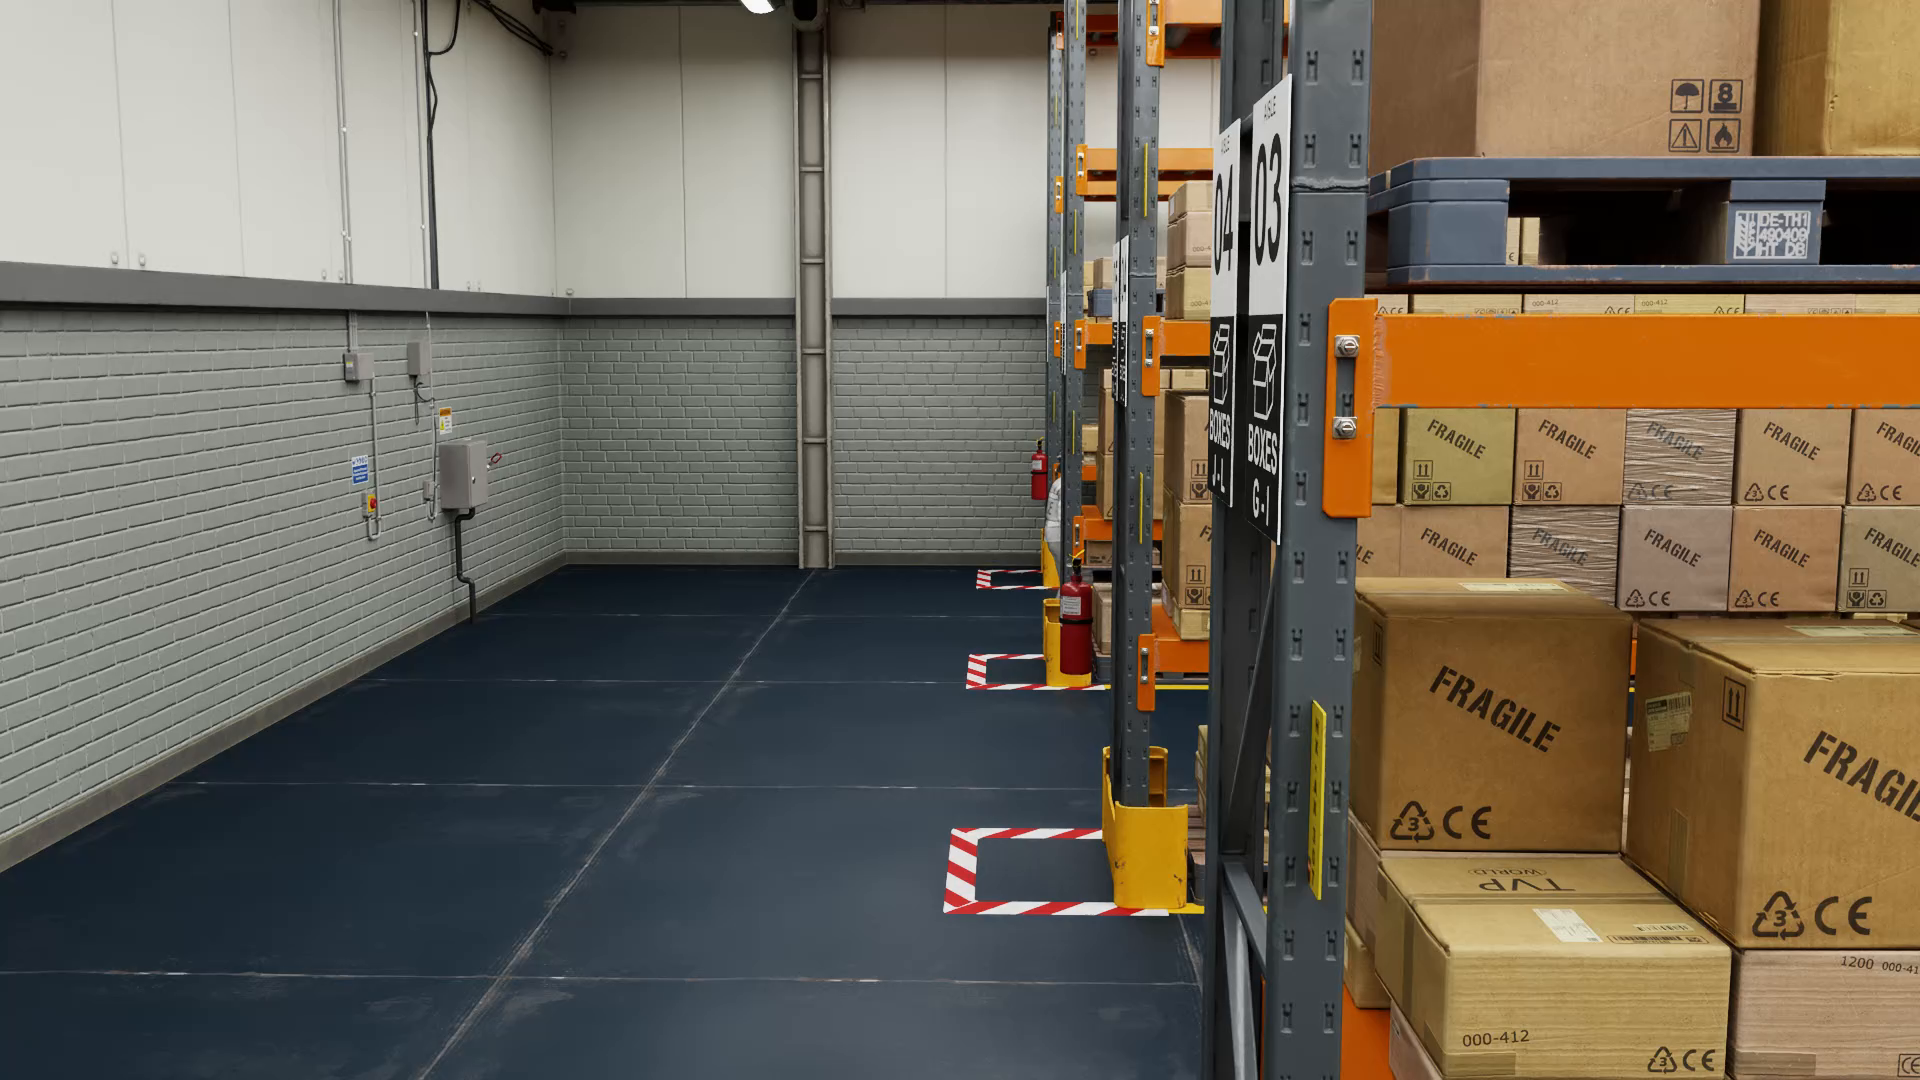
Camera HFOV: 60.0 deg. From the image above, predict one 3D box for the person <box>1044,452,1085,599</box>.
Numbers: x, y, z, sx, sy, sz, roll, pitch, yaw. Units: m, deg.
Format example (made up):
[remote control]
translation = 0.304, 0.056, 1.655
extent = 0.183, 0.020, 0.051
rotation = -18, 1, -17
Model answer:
[person]
translation = 0.965, 0.039, 14.948
extent = 0.407, 1.667, 0.545
rotation = 0, 7, -1
